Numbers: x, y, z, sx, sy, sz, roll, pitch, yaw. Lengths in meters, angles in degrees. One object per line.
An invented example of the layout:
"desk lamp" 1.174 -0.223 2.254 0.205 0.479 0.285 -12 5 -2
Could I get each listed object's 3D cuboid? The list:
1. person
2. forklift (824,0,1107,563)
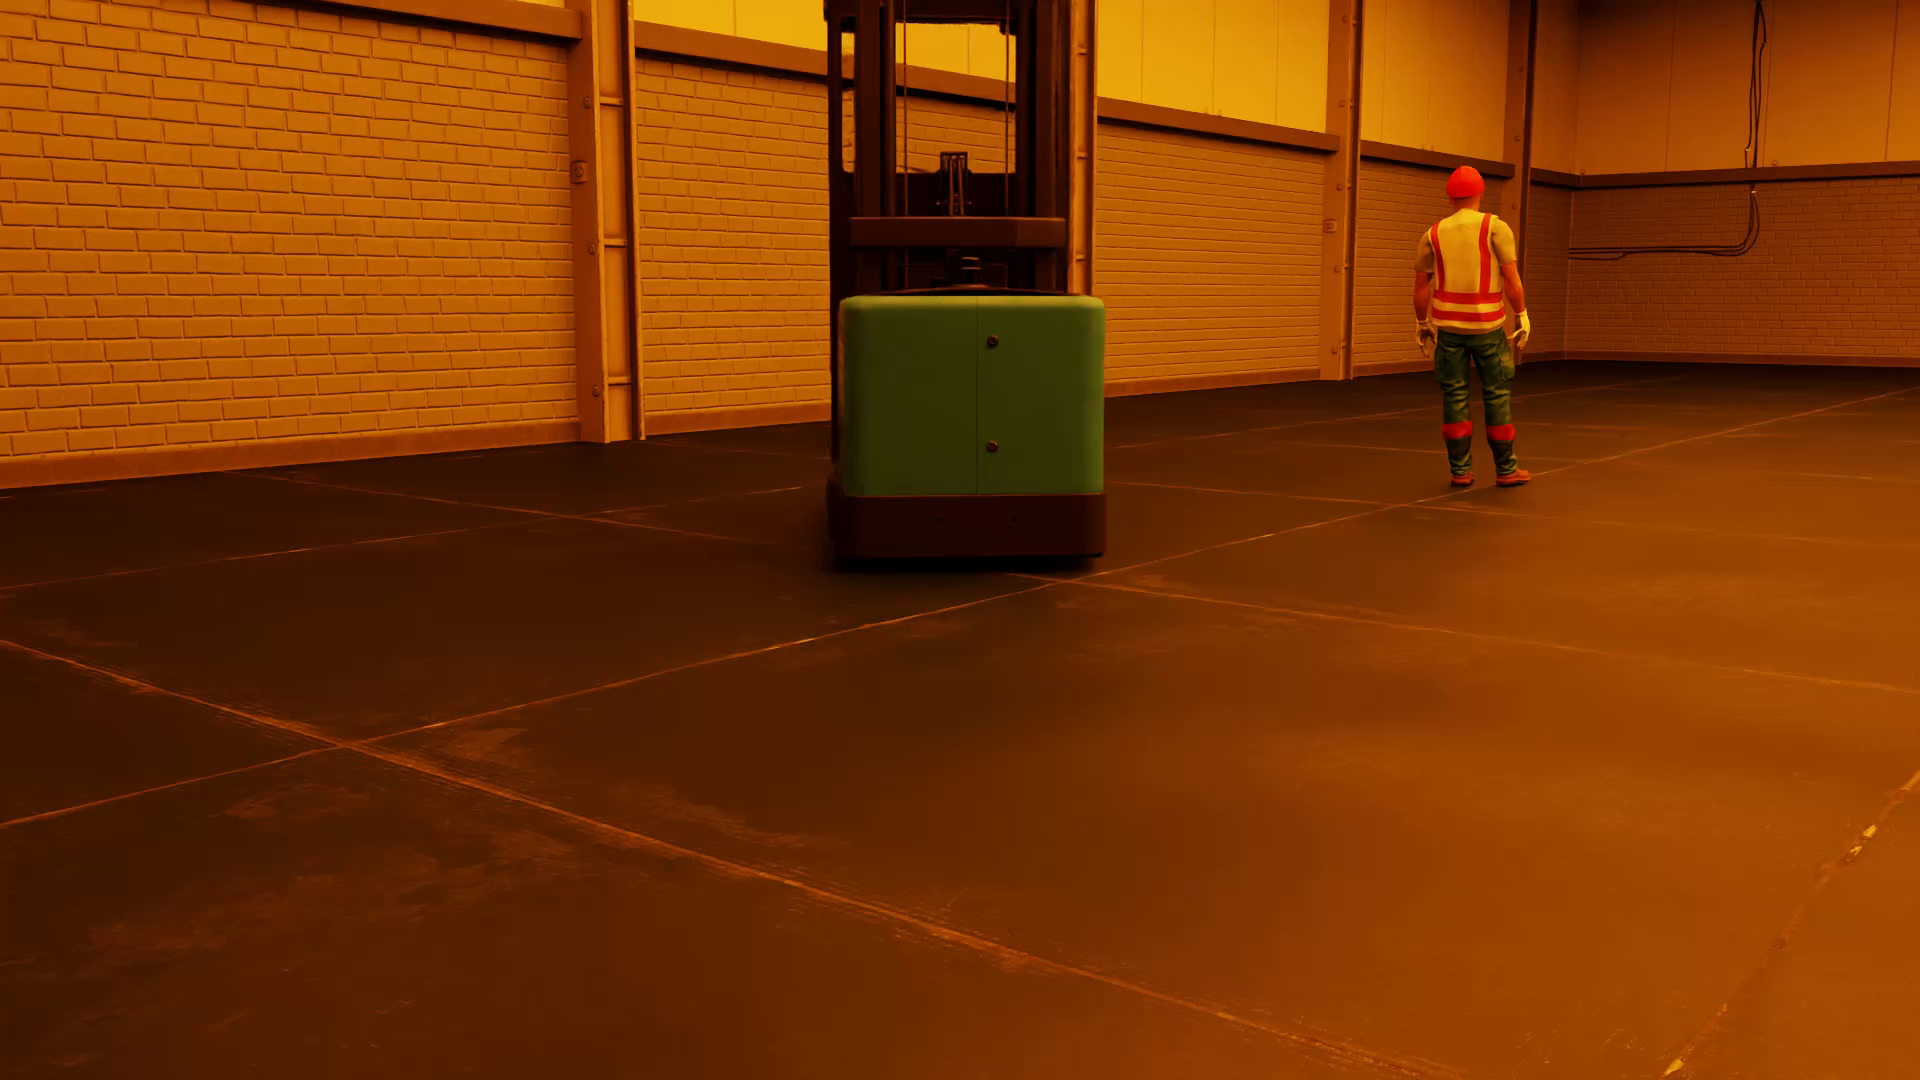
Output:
"person" 2.930 -1.214 9.475 0.638 1.787 0.564 5 10 32
"forklift" -0.074 -1.534 7.764 1.130 2.935 3.031 -1 8 -5
